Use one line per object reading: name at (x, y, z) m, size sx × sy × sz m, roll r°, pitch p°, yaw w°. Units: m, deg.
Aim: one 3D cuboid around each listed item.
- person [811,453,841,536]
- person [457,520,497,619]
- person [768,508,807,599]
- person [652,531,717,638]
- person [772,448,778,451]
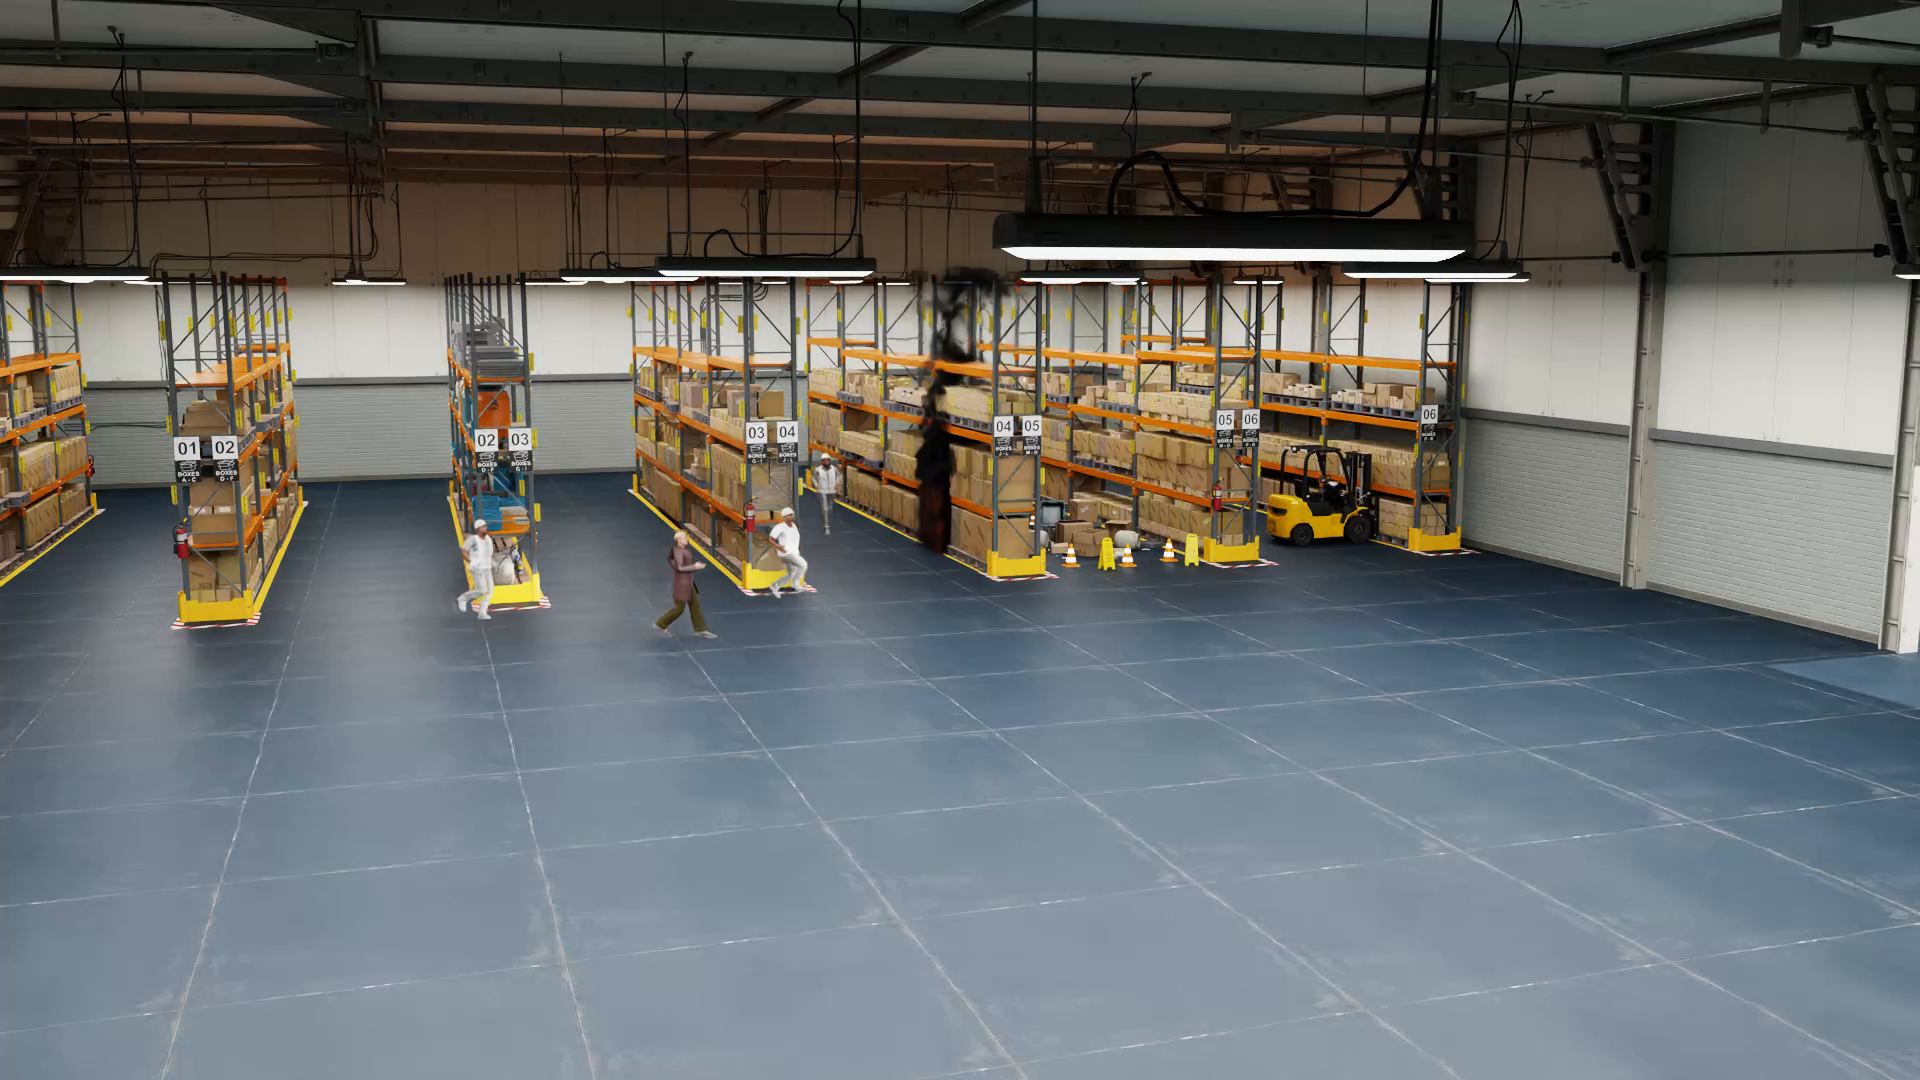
person at (-2.984, -1.049, 37.228) m, size 0.659 × 1.809 × 0.766 m, roll -3°, pitch 9°, yaw -20°
person at (-8.384, 0.499, 29.113) m, size 0.698 × 1.712 × 0.731 m, roll 4°, pitch 9°, yaw 23°
person at (-3.131, 0.256, 30.447) m, size 0.876 × 1.704 × 0.754 m, roll 5°, pitch 10°, yaw 31°
person at (-4.504, 0.742, 27.068) m, size 1.034 × 1.784 × 0.701 m, roll 0°, pitch 9°, yaw 0°
person at (-5.605, -2.397, 48.179) m, size 0.710 × 1.770 × 0.855 m, roll 2°, pitch 9°, yaw 11°
